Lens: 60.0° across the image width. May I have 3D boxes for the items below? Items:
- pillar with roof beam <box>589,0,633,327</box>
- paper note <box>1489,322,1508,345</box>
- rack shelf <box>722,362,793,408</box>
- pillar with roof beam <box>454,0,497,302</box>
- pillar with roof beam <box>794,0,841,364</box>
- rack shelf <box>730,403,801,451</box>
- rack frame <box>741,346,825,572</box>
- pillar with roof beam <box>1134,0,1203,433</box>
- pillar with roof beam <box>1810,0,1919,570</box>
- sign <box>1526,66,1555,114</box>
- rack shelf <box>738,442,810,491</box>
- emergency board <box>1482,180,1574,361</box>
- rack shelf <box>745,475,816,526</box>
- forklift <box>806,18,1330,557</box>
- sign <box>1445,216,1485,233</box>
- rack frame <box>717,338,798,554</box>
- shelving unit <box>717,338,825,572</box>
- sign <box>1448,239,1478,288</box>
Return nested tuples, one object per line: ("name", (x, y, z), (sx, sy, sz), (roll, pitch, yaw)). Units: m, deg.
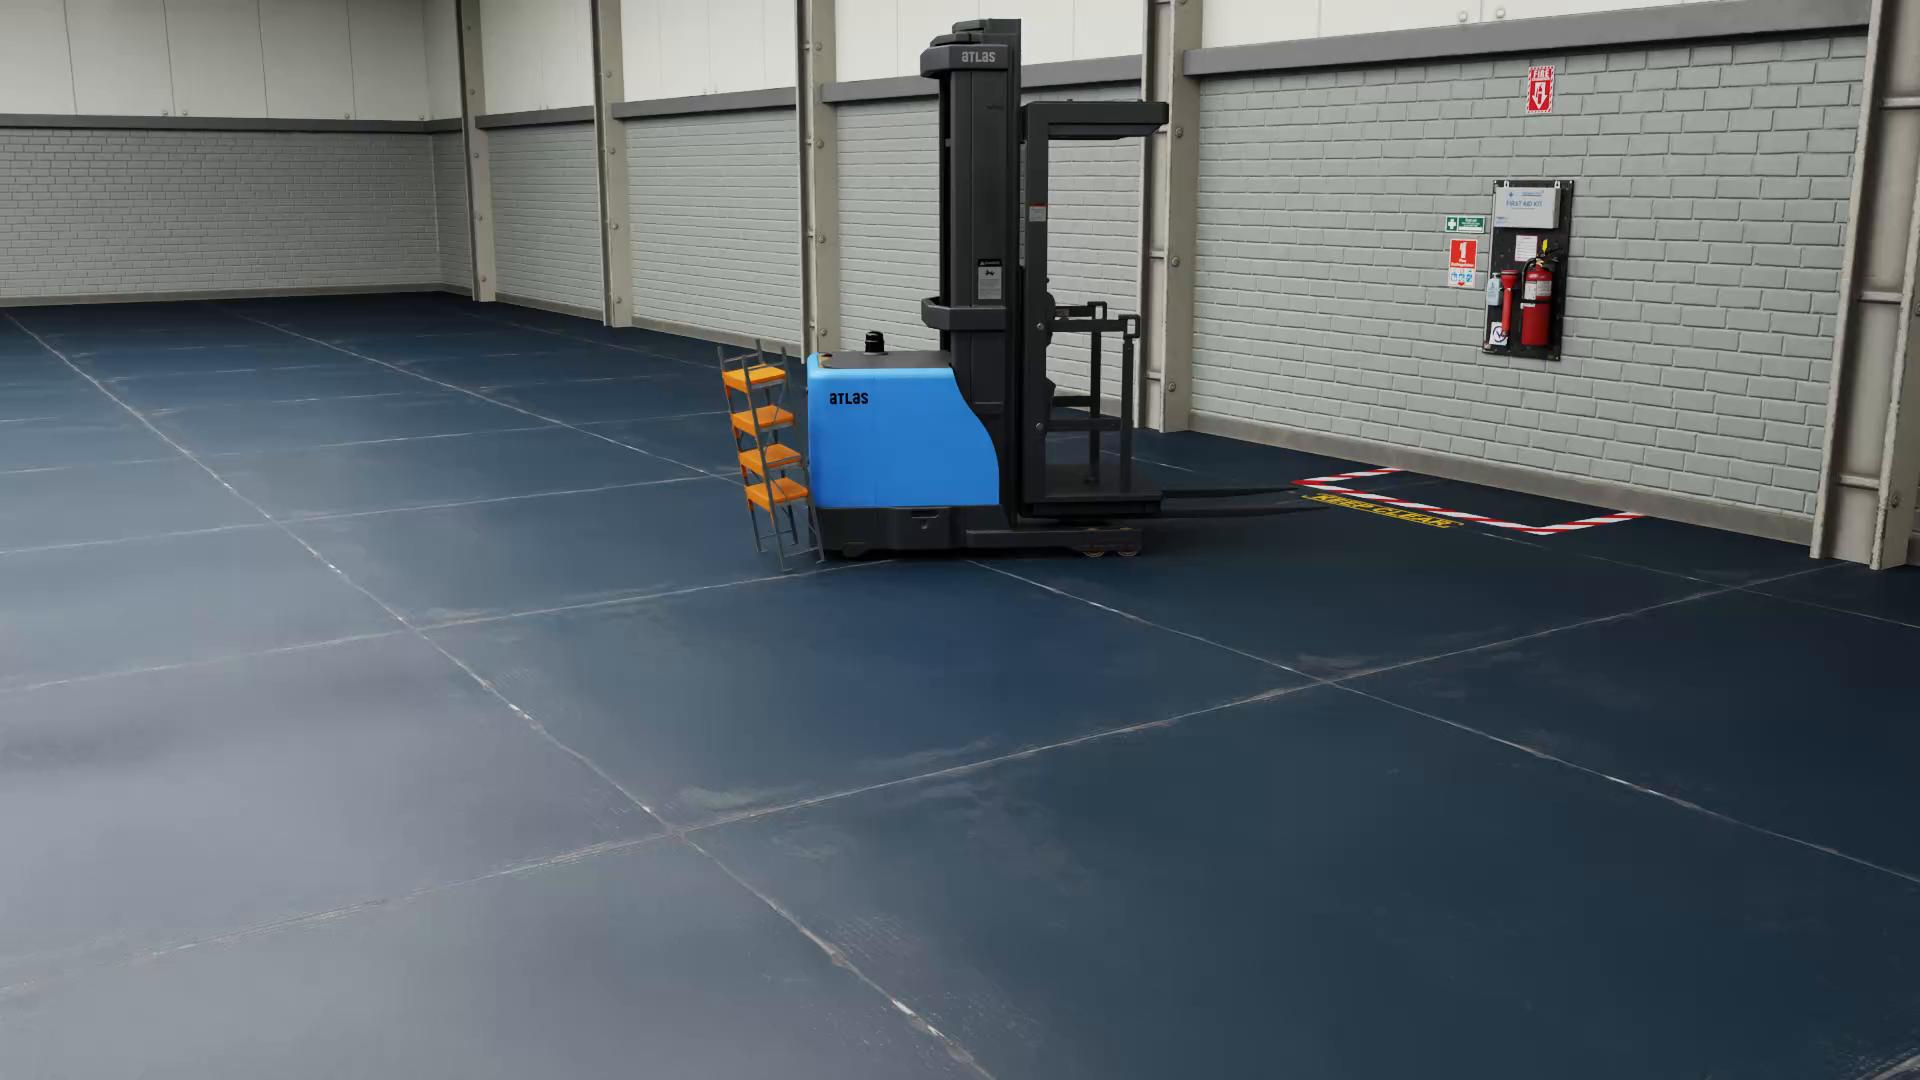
("pillar with roof beam", (-8.504, -6.976, 20.699), (9.100, 9.000, 0.400), (-8, 15, -33))
("paper note", (3.675, -1.407, 11.337), (0.016, 0.148, 0.142), (-8, 15, -33))
("rack shelf", (-1.101, -0.847, 9.038), (0.258, 0.148, 0.480), (-15, 17, -20))
("pillar with roof beam", (-11.828, -8.043, 25.579), (9.100, 9.000, 0.400), (-8, 15, -33))
("pillar with roof beam", (-5.180, -5.909, 15.820), (9.100, 9.000, 0.400), (-8, 15, -33))
("rack shelf", (-1.064, -0.622, 9.103), (0.258, 0.148, 0.480), (-15, 17, -20))
("rack frame", (-0.946, -0.426, 8.925), (0.240, 1.200, 0.015), (-15, 17, -20))
("pillar with roof beam", (-1.855, -4.842, 10.940), (9.100, 9.000, 0.400), (-8, 15, -33))
("pillar with roof beam", (1.469, -3.775, 6.061), (9.100, 9.000, 0.400), (-8, 15, -33))
("sign", (3.794, -2.944, 10.875), (0.001, 0.298, 0.199), (-8, 15, -33))
("rack shelf", (-1.029, -0.409, 9.164), (0.258, 0.148, 0.480), (-15, 17, -20))
("emergency board", (3.715, -1.798, 11.062), (0.194, 1.169, 0.643), (-8, 15, -33))
("rack shelf", (-0.999, -0.221, 9.218), (0.258, 0.148, 0.480), (-15, 17, -20))
("forklift", (0.620, -1.445, 9.609), (3.031, 2.935, 1.130), (-1, 12, -6))
("sign", (3.490, -2.183, 11.499), (0.001, 0.109, 0.331), (-8, 15, -33))
("rack frame", (-1.134, -0.521, 9.365), (0.240, 1.200, 0.015), (-15, 17, -20))
("shelving unit", (-1.040, -0.473, 9.145), (0.258, 1.200, 0.503), (-15, 17, -20))
("sign", (3.495, -1.926, 11.564), (0.001, 0.329, 0.234), (-8, 15, -33))
